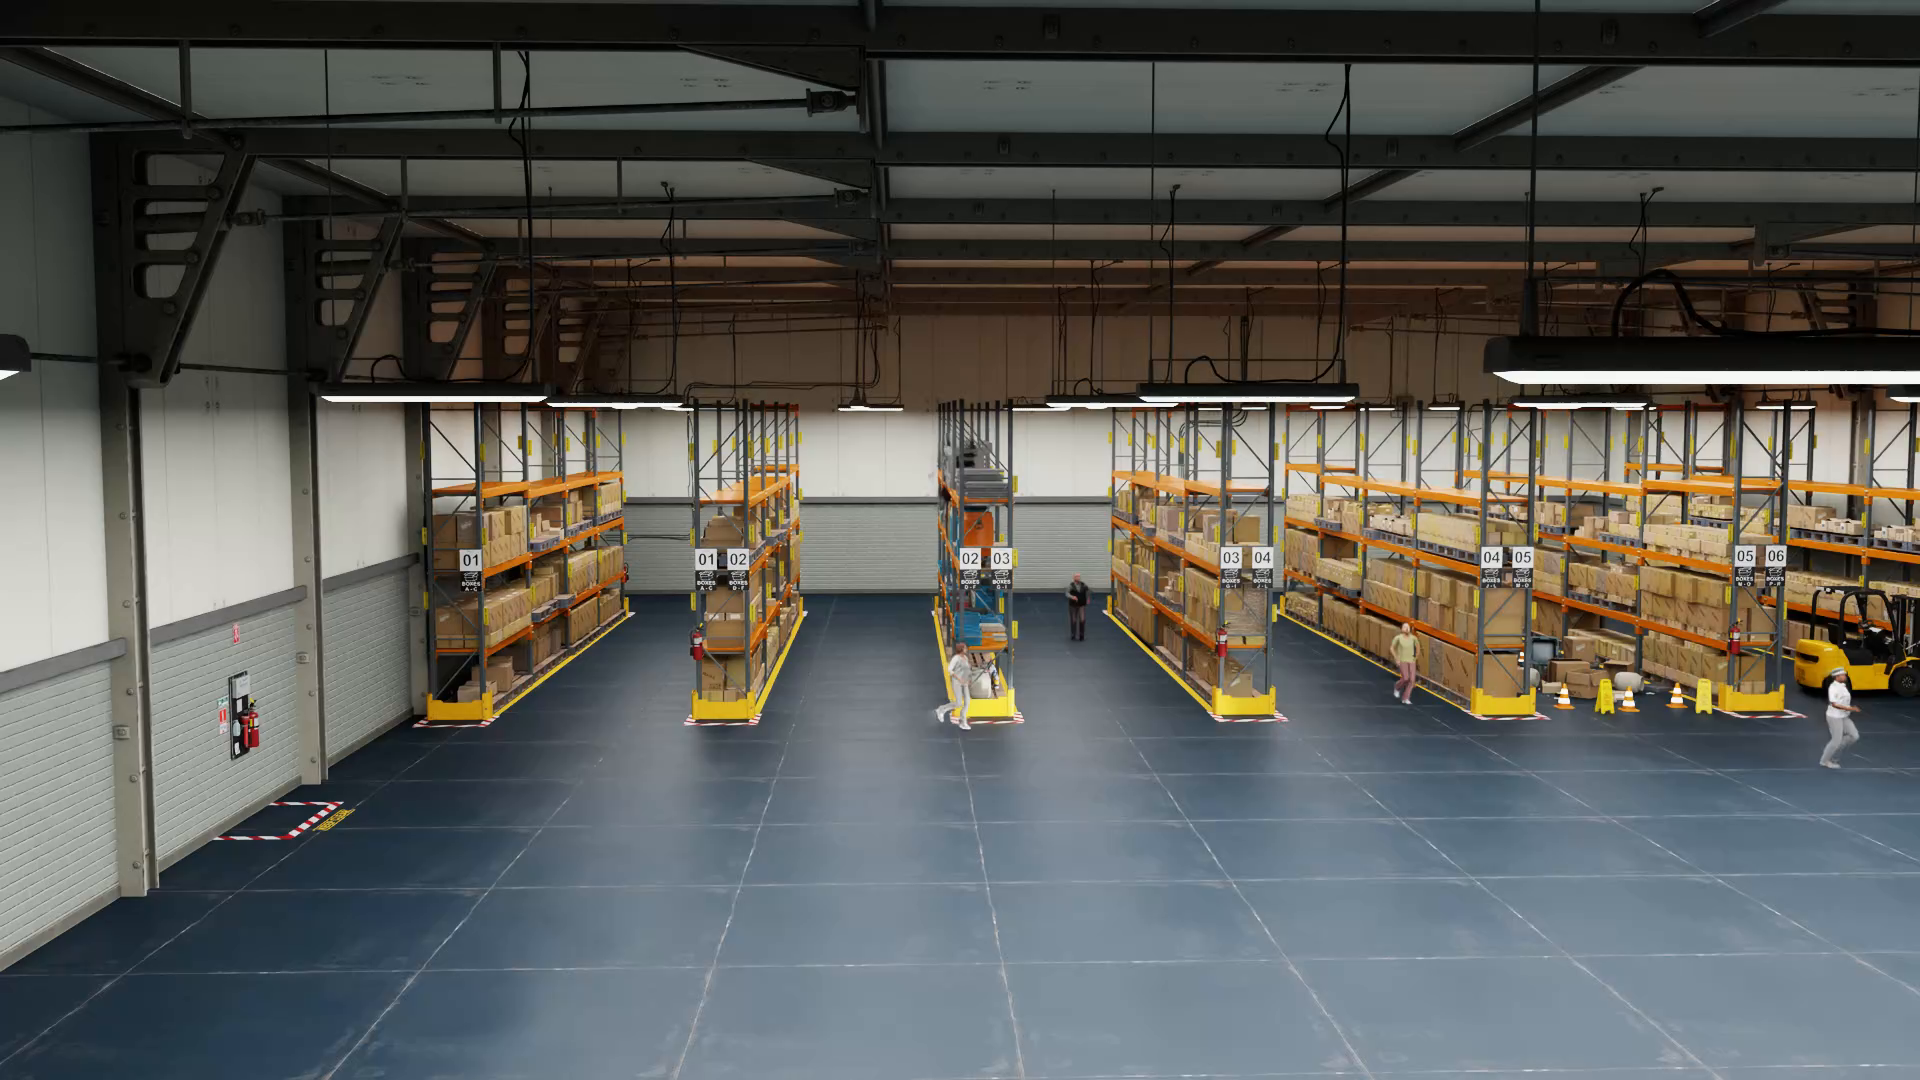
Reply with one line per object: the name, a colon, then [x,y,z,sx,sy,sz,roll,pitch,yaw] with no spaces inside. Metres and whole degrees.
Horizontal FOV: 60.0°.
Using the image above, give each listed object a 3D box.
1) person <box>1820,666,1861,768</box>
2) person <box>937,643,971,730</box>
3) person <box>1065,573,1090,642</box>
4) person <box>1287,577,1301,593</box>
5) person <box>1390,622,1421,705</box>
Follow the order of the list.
person: [14.215,2.852,26.806,0.558,1.662,0.587,-4,6,-43]
person: [-0.002,2.647,30.371,0.750,1.538,0.598,3,5,34]
person: [2.968,1.711,41.819,0.671,1.783,0.733,0,4,-5]
person: [9.869,1.154,49.101,0.577,1.676,0.760,3,5,33]
person: [8.857,2.430,32.879,0.605,1.603,0.530,0,4,-4]
